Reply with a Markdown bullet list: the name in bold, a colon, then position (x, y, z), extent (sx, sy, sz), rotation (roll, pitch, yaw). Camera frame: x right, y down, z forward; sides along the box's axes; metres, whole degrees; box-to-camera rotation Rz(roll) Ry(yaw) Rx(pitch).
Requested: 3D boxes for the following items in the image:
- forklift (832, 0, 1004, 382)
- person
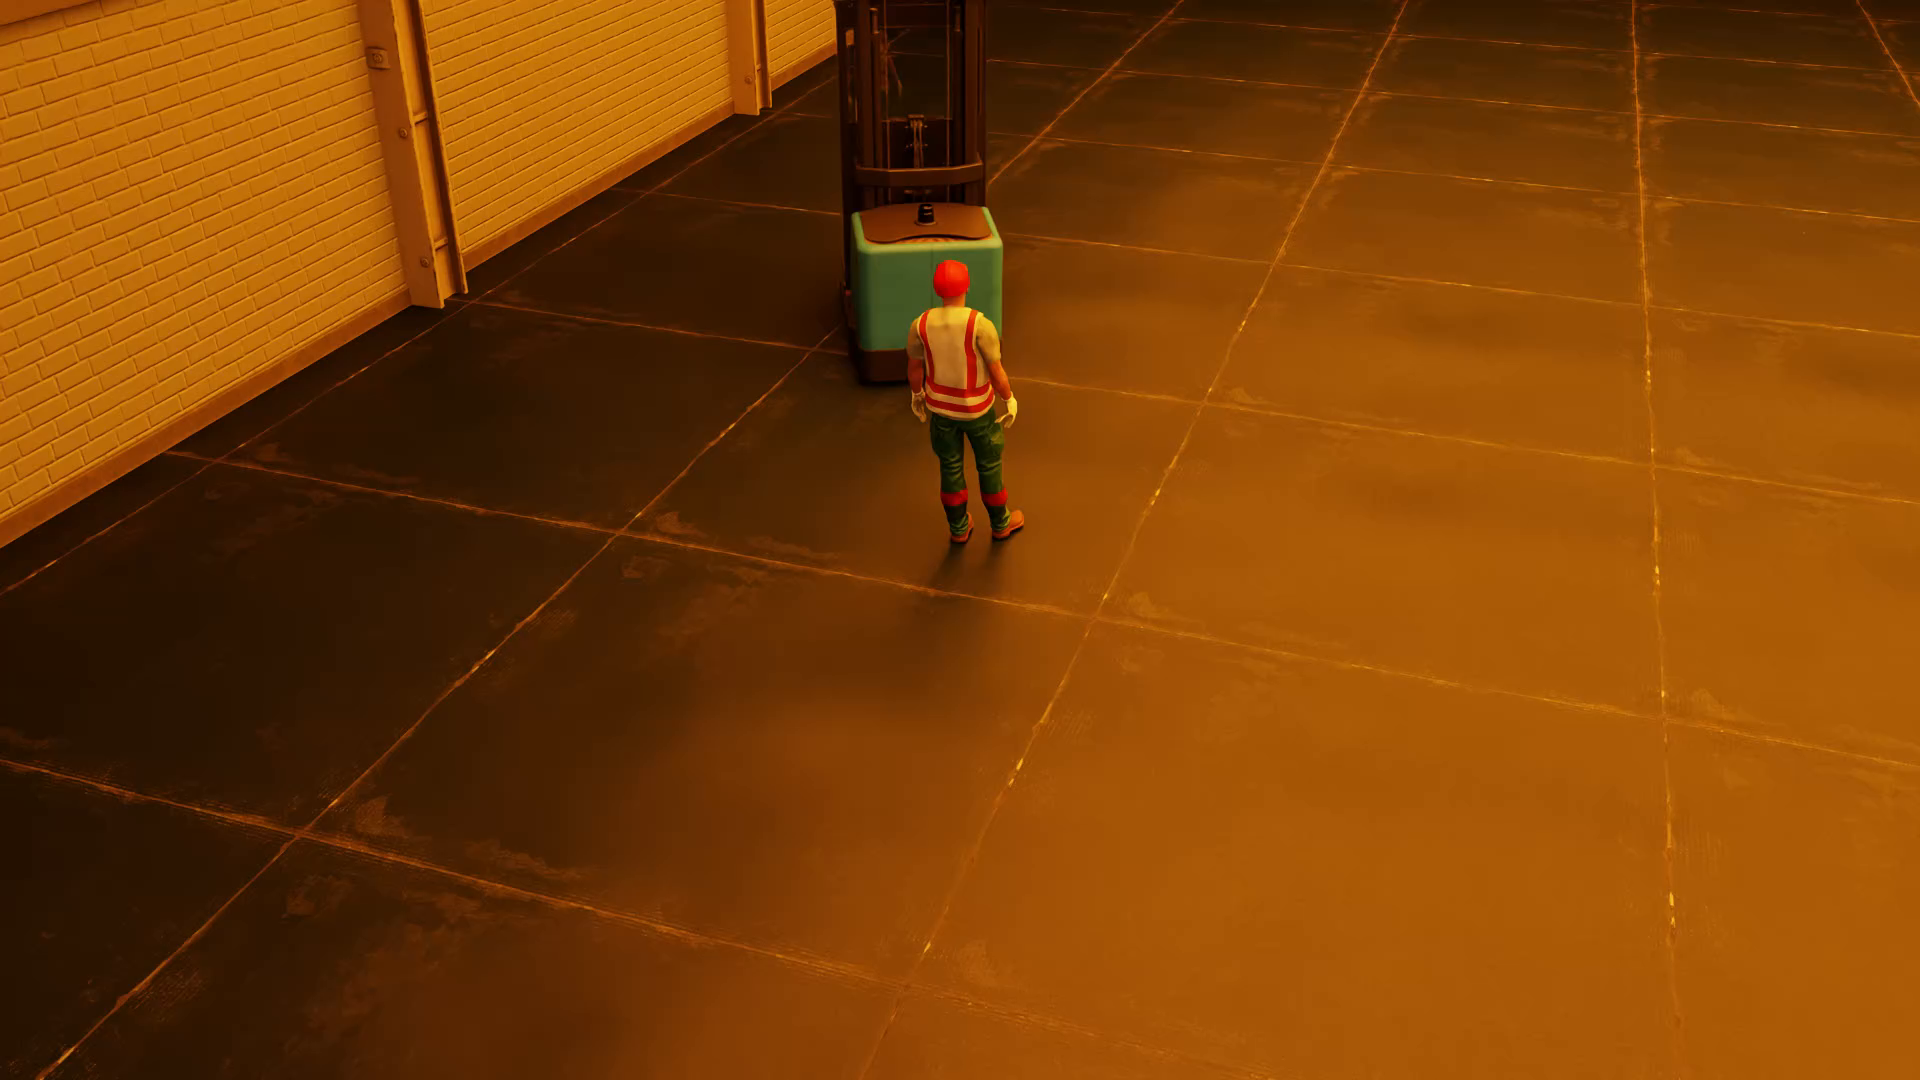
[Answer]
- **forklift**: position (-0.379, -3.117, 12.605), extent (1.130, 2.935, 3.031), rotation (-3, 30, -6)
- **person**: position (0.038, -0.818, 9.714), extent (0.637, 1.785, 0.562), rotation (10, 31, 16)
